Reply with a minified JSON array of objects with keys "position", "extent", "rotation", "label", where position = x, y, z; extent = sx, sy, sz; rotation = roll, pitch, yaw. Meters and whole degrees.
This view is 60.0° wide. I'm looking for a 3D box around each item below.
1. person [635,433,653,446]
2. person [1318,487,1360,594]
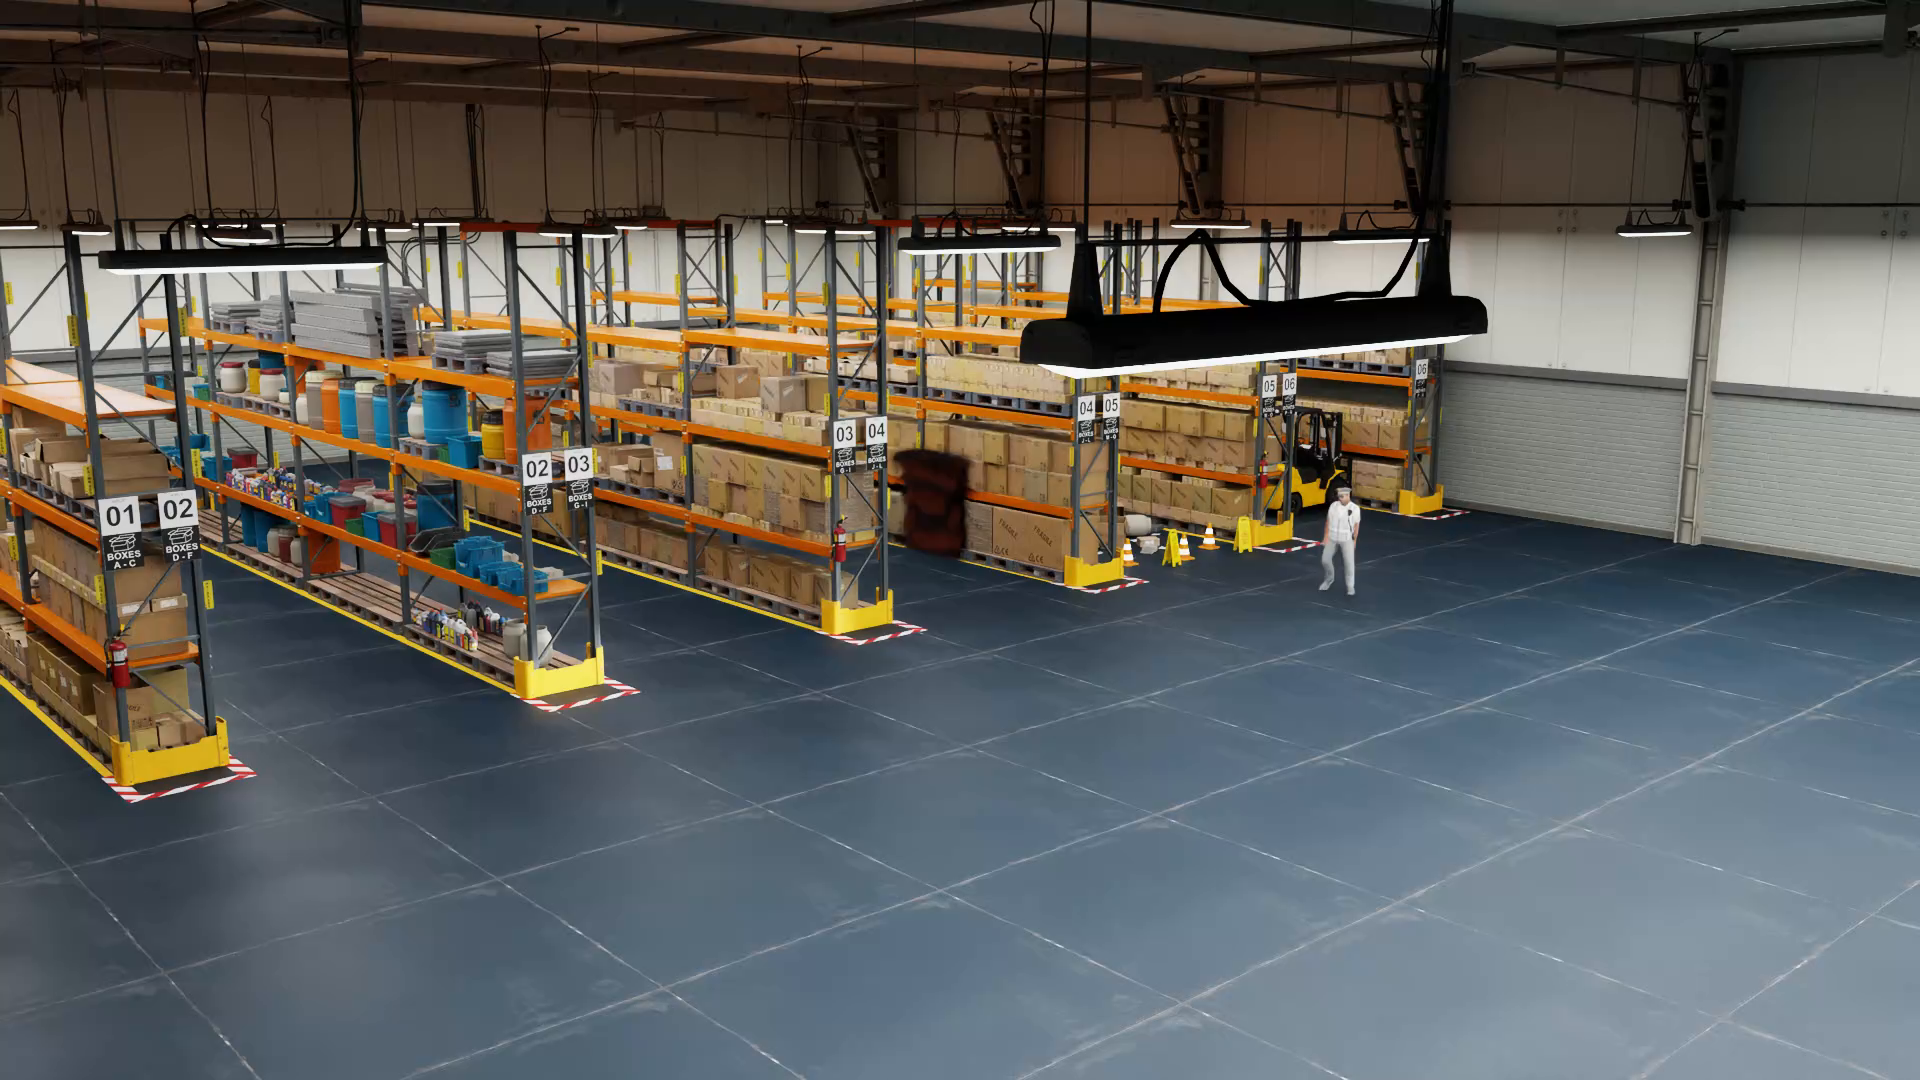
[{"position":[-7.953,-2.917,41.885],"extent":[0.614,1.748,1.062],"rotation":[-7,13,-31],"label":"person"},{"position":[6.253,0.009,27.415],"extent":[0.614,1.803,0.426],"rotation":[4,12,20],"label":"person"}]
